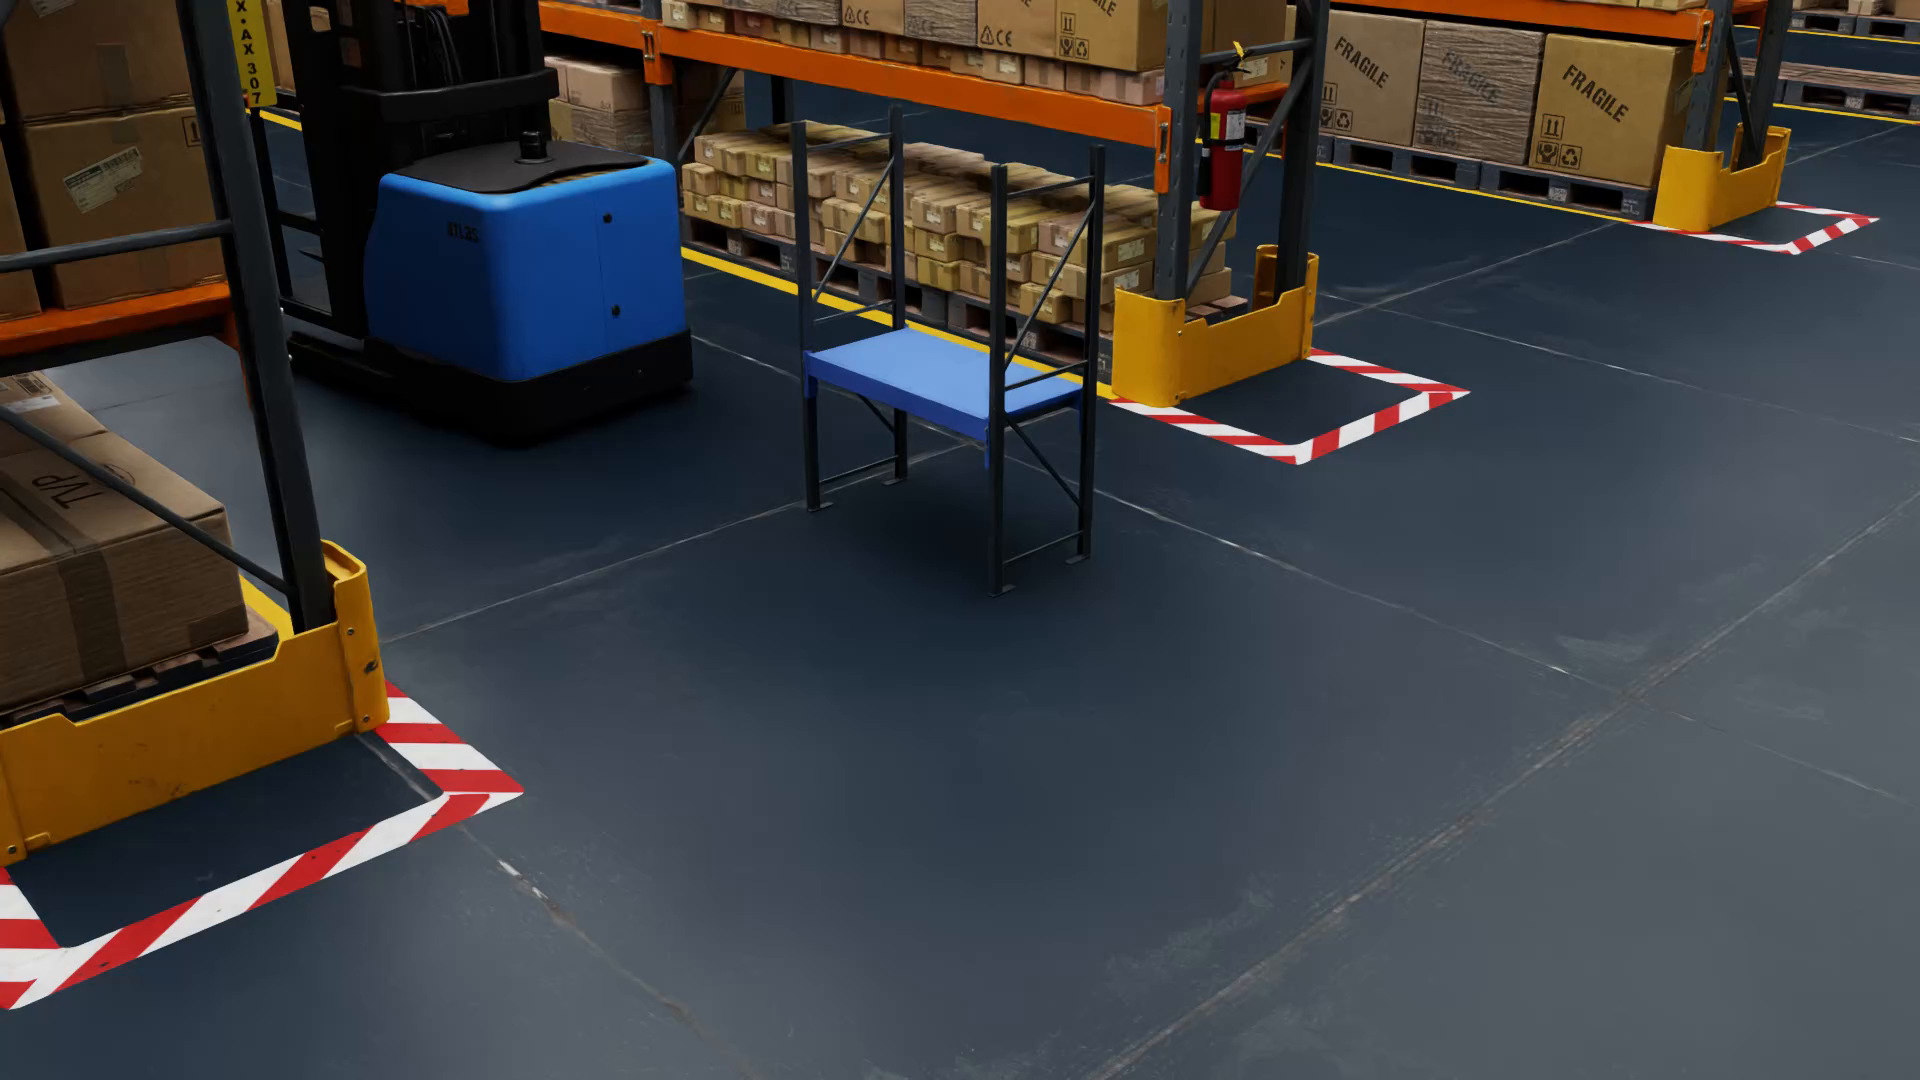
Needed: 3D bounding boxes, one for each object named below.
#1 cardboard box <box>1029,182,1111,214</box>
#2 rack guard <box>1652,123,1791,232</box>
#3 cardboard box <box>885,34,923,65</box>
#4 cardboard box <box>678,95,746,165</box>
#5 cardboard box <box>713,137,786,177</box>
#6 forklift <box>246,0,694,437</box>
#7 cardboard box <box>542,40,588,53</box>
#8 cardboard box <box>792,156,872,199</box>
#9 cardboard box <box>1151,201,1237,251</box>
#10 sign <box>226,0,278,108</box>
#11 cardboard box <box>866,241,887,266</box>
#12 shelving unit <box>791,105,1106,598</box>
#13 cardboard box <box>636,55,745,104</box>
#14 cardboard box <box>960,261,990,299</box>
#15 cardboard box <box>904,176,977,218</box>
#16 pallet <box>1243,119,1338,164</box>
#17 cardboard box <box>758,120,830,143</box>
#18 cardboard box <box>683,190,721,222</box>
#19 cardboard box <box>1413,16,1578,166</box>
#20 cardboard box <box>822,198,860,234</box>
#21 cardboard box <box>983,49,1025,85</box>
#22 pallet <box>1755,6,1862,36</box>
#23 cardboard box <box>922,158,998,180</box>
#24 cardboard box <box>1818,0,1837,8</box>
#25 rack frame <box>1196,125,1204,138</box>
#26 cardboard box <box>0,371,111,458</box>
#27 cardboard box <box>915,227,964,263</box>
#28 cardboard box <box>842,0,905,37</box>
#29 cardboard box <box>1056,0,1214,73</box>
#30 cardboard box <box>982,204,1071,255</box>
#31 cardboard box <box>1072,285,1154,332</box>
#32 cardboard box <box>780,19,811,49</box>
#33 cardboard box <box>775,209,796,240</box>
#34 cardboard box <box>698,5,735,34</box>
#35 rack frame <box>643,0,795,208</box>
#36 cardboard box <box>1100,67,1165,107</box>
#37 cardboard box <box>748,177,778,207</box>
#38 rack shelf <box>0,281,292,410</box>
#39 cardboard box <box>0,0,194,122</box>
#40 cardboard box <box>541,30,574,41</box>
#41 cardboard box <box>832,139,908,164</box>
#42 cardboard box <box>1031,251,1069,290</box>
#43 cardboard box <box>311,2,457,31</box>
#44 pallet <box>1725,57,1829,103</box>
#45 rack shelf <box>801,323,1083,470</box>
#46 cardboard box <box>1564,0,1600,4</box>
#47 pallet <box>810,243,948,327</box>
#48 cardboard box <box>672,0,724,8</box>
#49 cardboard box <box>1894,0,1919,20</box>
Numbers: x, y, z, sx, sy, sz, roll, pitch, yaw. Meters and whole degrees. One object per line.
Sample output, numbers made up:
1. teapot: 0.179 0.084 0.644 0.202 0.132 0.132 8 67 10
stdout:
1. cardboard box: 0.580 -1.781 8.752 0.250 0.149 0.380 22 32 39
2. rack guard: 4.982 -2.379 10.863 1.175 0.500 0.348 -21 32 -38
3. cardboard box: -0.163 -2.543 8.512 0.380 0.149 0.250 -21 32 -38
4. cardboard box: -1.770 -2.712 11.087 0.500 0.500 0.500 -20 31 -37
5. cardboard box: -1.229 -2.261 9.803 0.380 0.149 0.250 -19 31 -36
6. forklift: -2.695 -2.262 7.676 3.031 2.935 1.130 19 31 36
7. cardboard box: -2.865 -3.224 11.305 0.500 0.250 0.500 22 33 39
8. cardboard box: -0.711 -2.025 9.287 0.380 0.149 0.250 -20 31 -37
9. cardboard box: 1.165 -1.567 8.283 0.250 0.149 0.380 22 32 39
10. sign: -1.860 -1.298 4.343 0.100 0.325 0.005 -21 32 -38
11. cardboard box: -0.292 -1.612 9.099 0.380 0.149 0.250 -20 31 -37
12. shelving unit: -0.058 -0.708 5.995 0.538 1.500 1.048 -21 32 -38
13. cardboard box: -1.771 -3.053 10.930 0.500 0.250 0.500 22 33 39
14. cardboard box: 0.218 -1.366 8.560 0.380 0.149 0.250 -21 32 -38
15. cardboard box: -0.125 -1.809 8.813 0.250 0.149 0.380 23 33 40
16. pallet: 2.694 -3.214 13.042 1.003 0.211 1.213 -21 32 -38
17. cardboard box: -1.025 -2.490 10.306 0.380 0.149 0.250 -20 31 -37
18. cardboard box: -1.444 -2.052 10.062 0.250 0.149 0.380 22 33 40
19. cardboard box: 3.847 -3.195 11.694 0.875 0.875 0.875 -21 32 -38
20. cardboard box: -0.534 -1.806 9.166 0.380 0.149 0.250 -22 32 -39
21. cardboard box: 0.330 -2.280 7.937 0.380 0.149 0.250 -20 31 -37
22. pallet: 9.934 -6.068 19.296 1.003 0.211 1.213 -21 32 -38
23. cardboard box: 0.010 -2.009 9.252 0.380 0.149 0.250 -21 32 -38
24. cardboard box: 10.061 -6.516 19.400 0.500 0.500 0.500 -21 32 -38
25. rack frame: 2.231 -4.736 13.017 1.000 3.000 0.127 -21 32 -38
26. cardboard box: -3.425 -0.184 5.621 0.875 0.438 0.875 -20 31 -37
27. cardboard box: -0.013 -1.566 8.639 0.380 0.149 0.250 -21 32 -38
28. cardboard box: -0.255 -2.854 8.412 0.500 0.500 0.500 -19 31 -36
29. cardboard box: 0.780 -2.391 7.399 0.500 0.500 0.500 -20 32 -37
30. cardboard box: 0.329 -1.535 8.214 0.380 0.149 0.250 -22 33 -40
31. cardboard box: 0.763 -1.142 8.067 0.380 0.149 0.250 -21 32 -38
32. cardboard box: -0.746 -2.764 8.998 0.380 0.149 0.250 -21 32 -38
33. cardboard box: -0.845 -1.848 9.615 0.380 0.149 0.250 -22 33 -39
34. cardboard box: -1.273 -3.009 9.535 0.380 0.149 0.250 -20 31 -37
35. rack frame: -1.458 -3.359 9.999 1.000 3.000 0.127 -21 32 -38
36. cardboard box: 0.846 -2.052 7.436 0.380 0.149 0.250 -21 32 -38
37. cardboard box: -1.013 -2.073 9.751 0.380 0.149 0.250 -21 32 -39
38. rack shelf: -3.636 -0.991 5.675 1.077 0.370 4.000 -21 32 -38
39. cardboard box: -2.389 -1.439 4.465 0.500 0.500 0.500 -22 33 -40
40. cardboard box: -2.845 -3.525 11.965 0.500 0.250 0.500 -20 31 -37
41. cardboard box: -0.526 -2.250 9.779 0.380 0.149 0.250 -20 31 -37
42. cardboard box: 0.567 -1.350 8.166 0.380 0.149 0.250 -22 33 -40
43. cardboard box: -4.543 -3.949 13.496 1.050 0.750 0.750 -22 32 -39
44. pallet: 7.216 -4.291 15.401 1.003 0.211 1.213 -21 32 -38
45. rack shelf: -0.058 -0.545 6.070 0.538 0.185 1.000 -21 32 -38
46. cardboard box: 4.131 -3.579 10.784 0.380 0.149 0.250 -21 32 -38
47. pallet: -0.136 -1.527 9.344 1.003 0.211 1.213 -21 32 -38
48. cardboard box: -1.304 -3.318 9.431 0.500 0.500 0.500 -22 32 -39
49. cardboard box: 10.753 -6.041 18.357 0.797 0.503 0.637 -21 32 -38
